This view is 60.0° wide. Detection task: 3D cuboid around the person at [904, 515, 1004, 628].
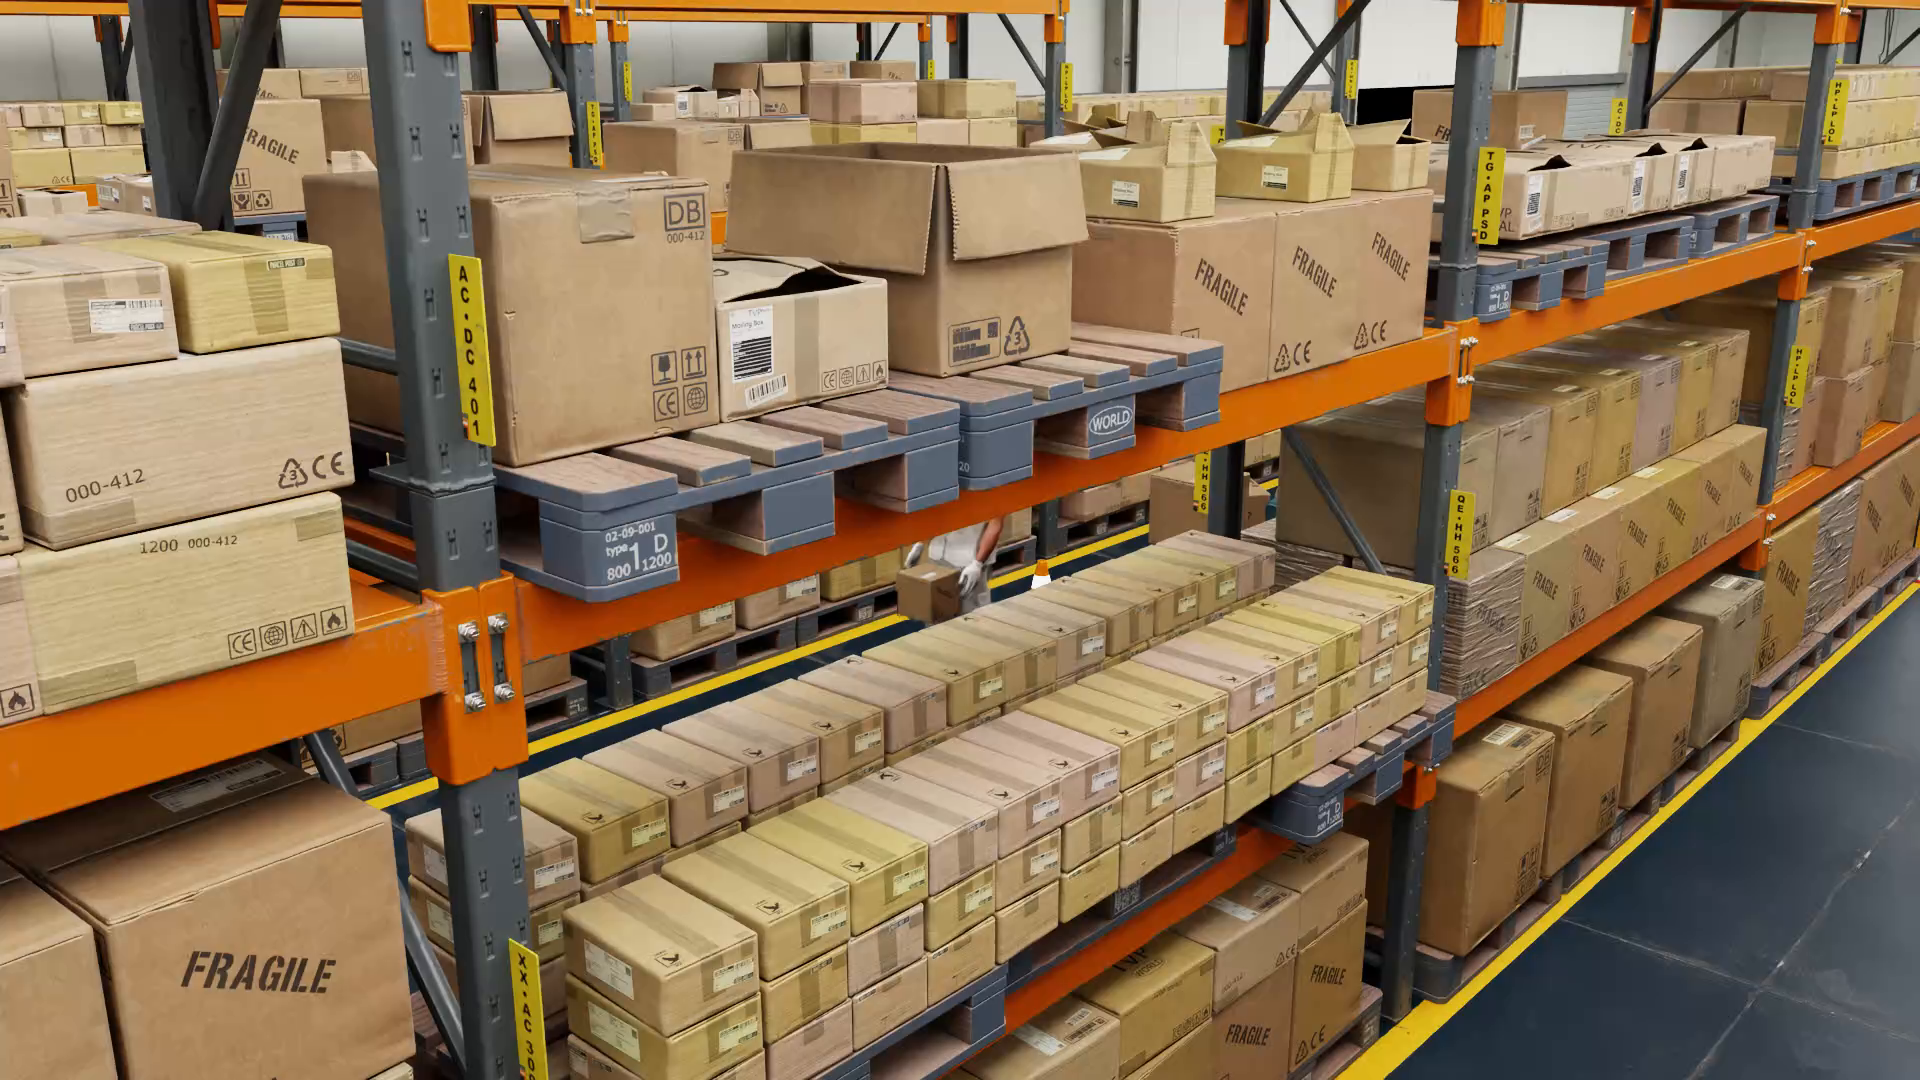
[{"bbox_3d":[-0.028,0.155,9.476,0.576,1.794,0.426,14,22,39],"label":"person"}]
